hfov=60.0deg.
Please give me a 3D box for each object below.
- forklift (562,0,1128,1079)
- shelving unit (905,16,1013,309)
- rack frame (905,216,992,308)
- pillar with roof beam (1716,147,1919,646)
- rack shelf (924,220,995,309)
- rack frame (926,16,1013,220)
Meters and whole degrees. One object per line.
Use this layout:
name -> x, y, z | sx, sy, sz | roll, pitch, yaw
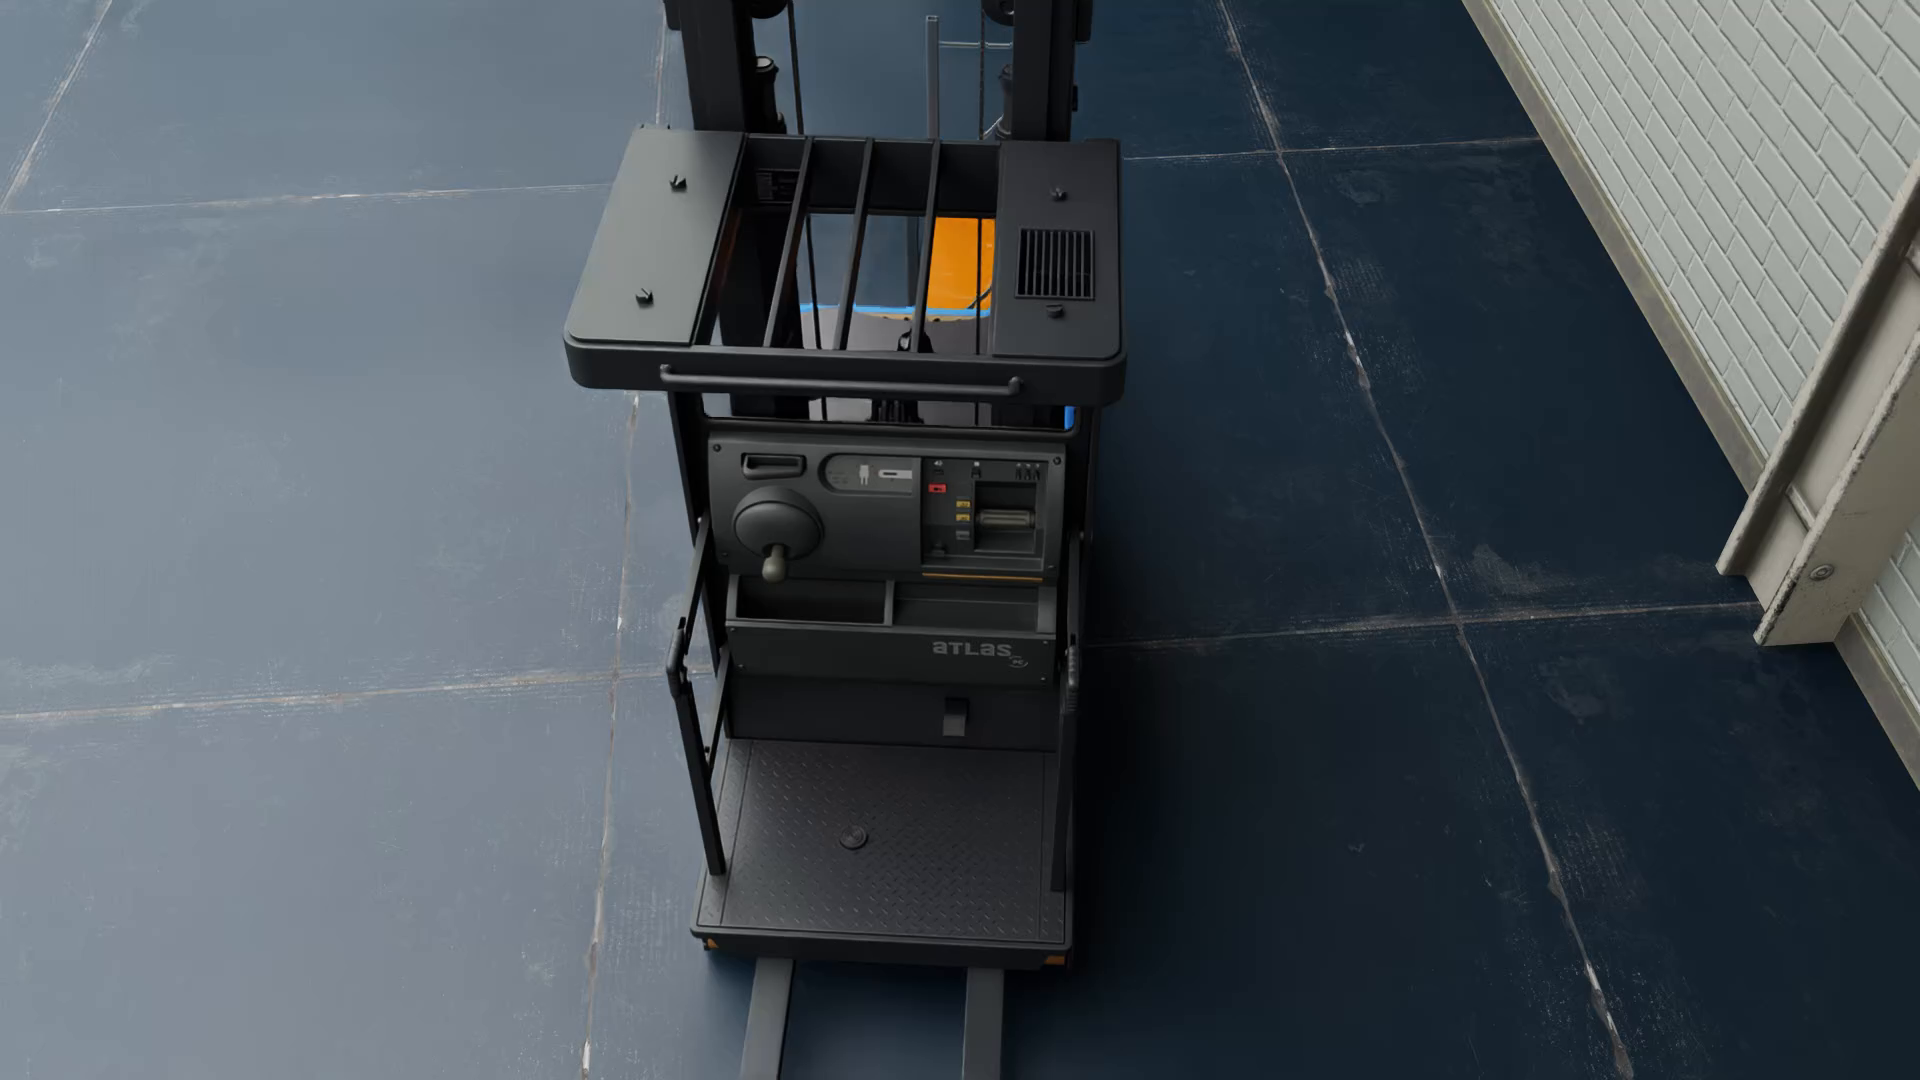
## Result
forklift -> -0.201, 0.023, 4.210 | 1.130, 2.935, 3.031 | 2, 47, 2
shelving unit -> 0.100, -0.969, 6.135 | 0.587, 1.500, 1.083 | 2, 47, 2
rack frame -> 0.073, -0.607, 5.792 | 0.500, 1.500, 0.032 | 2, 47, 2
pillar with roof beam -> -1.321, -2.610, 2.524 | 9.100, 9.000, 0.400 | -3, 47, -3
rack shelf -> 0.101, -0.852, 6.272 | 0.538, 0.185, 1.000 | 2, 47, 2
rack frame -> 0.128, -1.344, 6.490 | 0.500, 1.500, 0.032 | 2, 47, 2
